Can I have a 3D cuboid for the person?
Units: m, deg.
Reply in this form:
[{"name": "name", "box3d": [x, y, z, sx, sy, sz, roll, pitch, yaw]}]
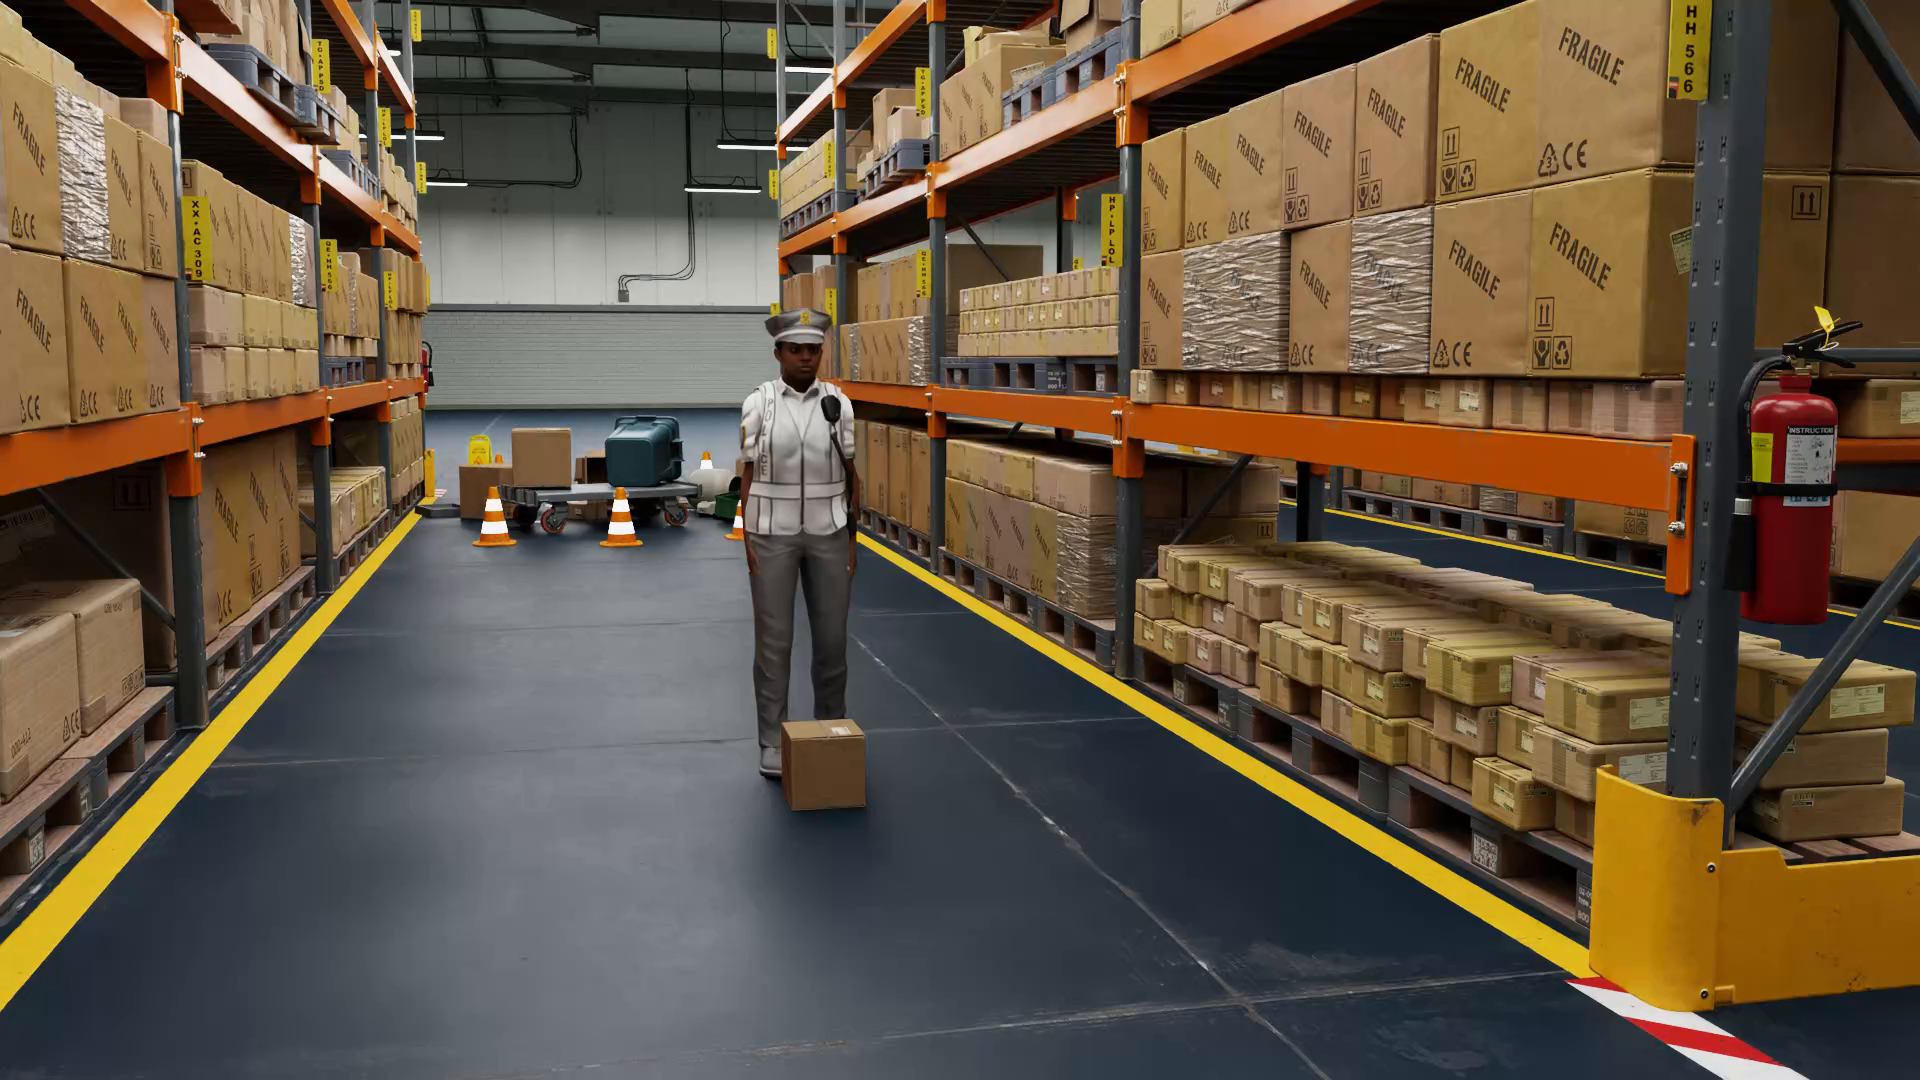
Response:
[{"name": "person", "box3d": [-0.580, 0.033, 6.079, 0.442, 1.745, 0.404, -1, 6, -13]}]
